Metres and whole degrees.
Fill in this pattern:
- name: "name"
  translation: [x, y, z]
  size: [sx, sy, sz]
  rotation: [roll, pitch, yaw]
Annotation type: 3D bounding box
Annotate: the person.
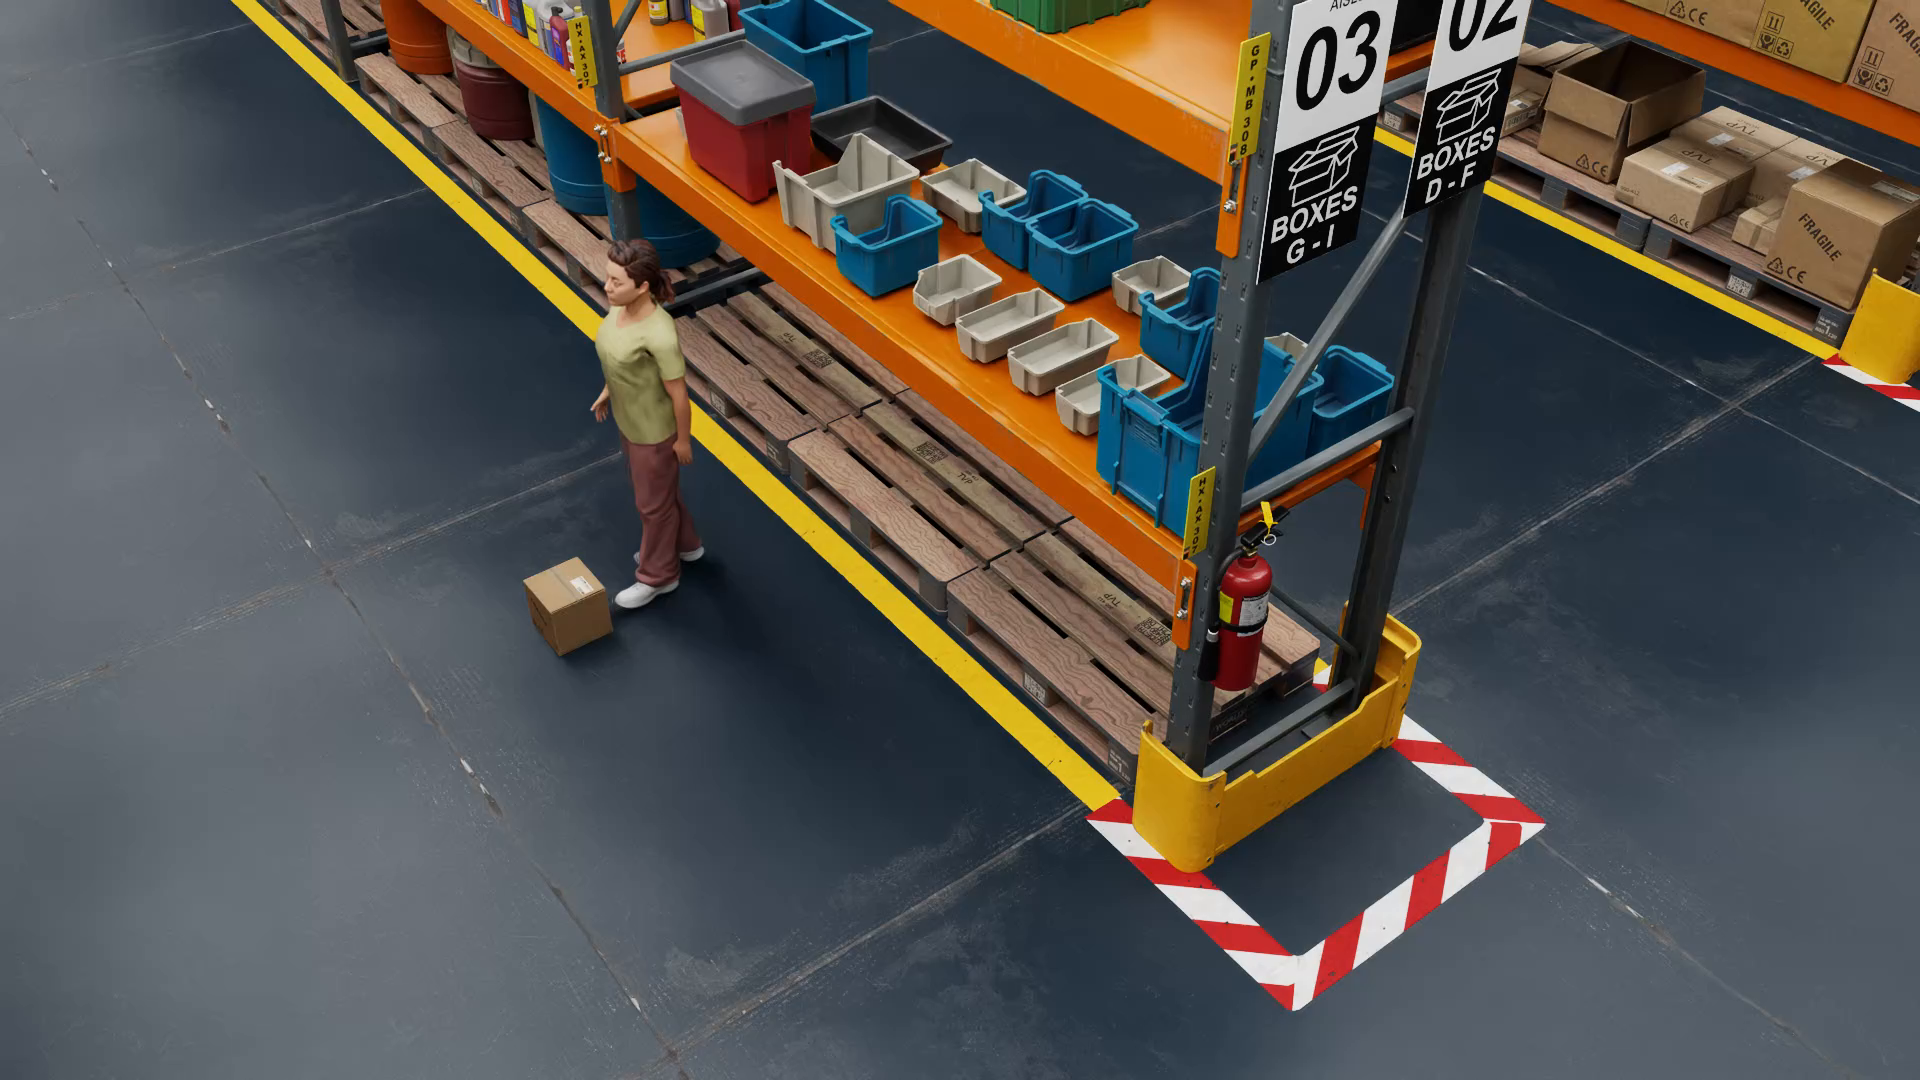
- name: "person"
  translation: [-1.300, -0.457, 6.671]
  size: [0.469, 1.683, 0.502]
  rotation: [-21, 45, -22]
